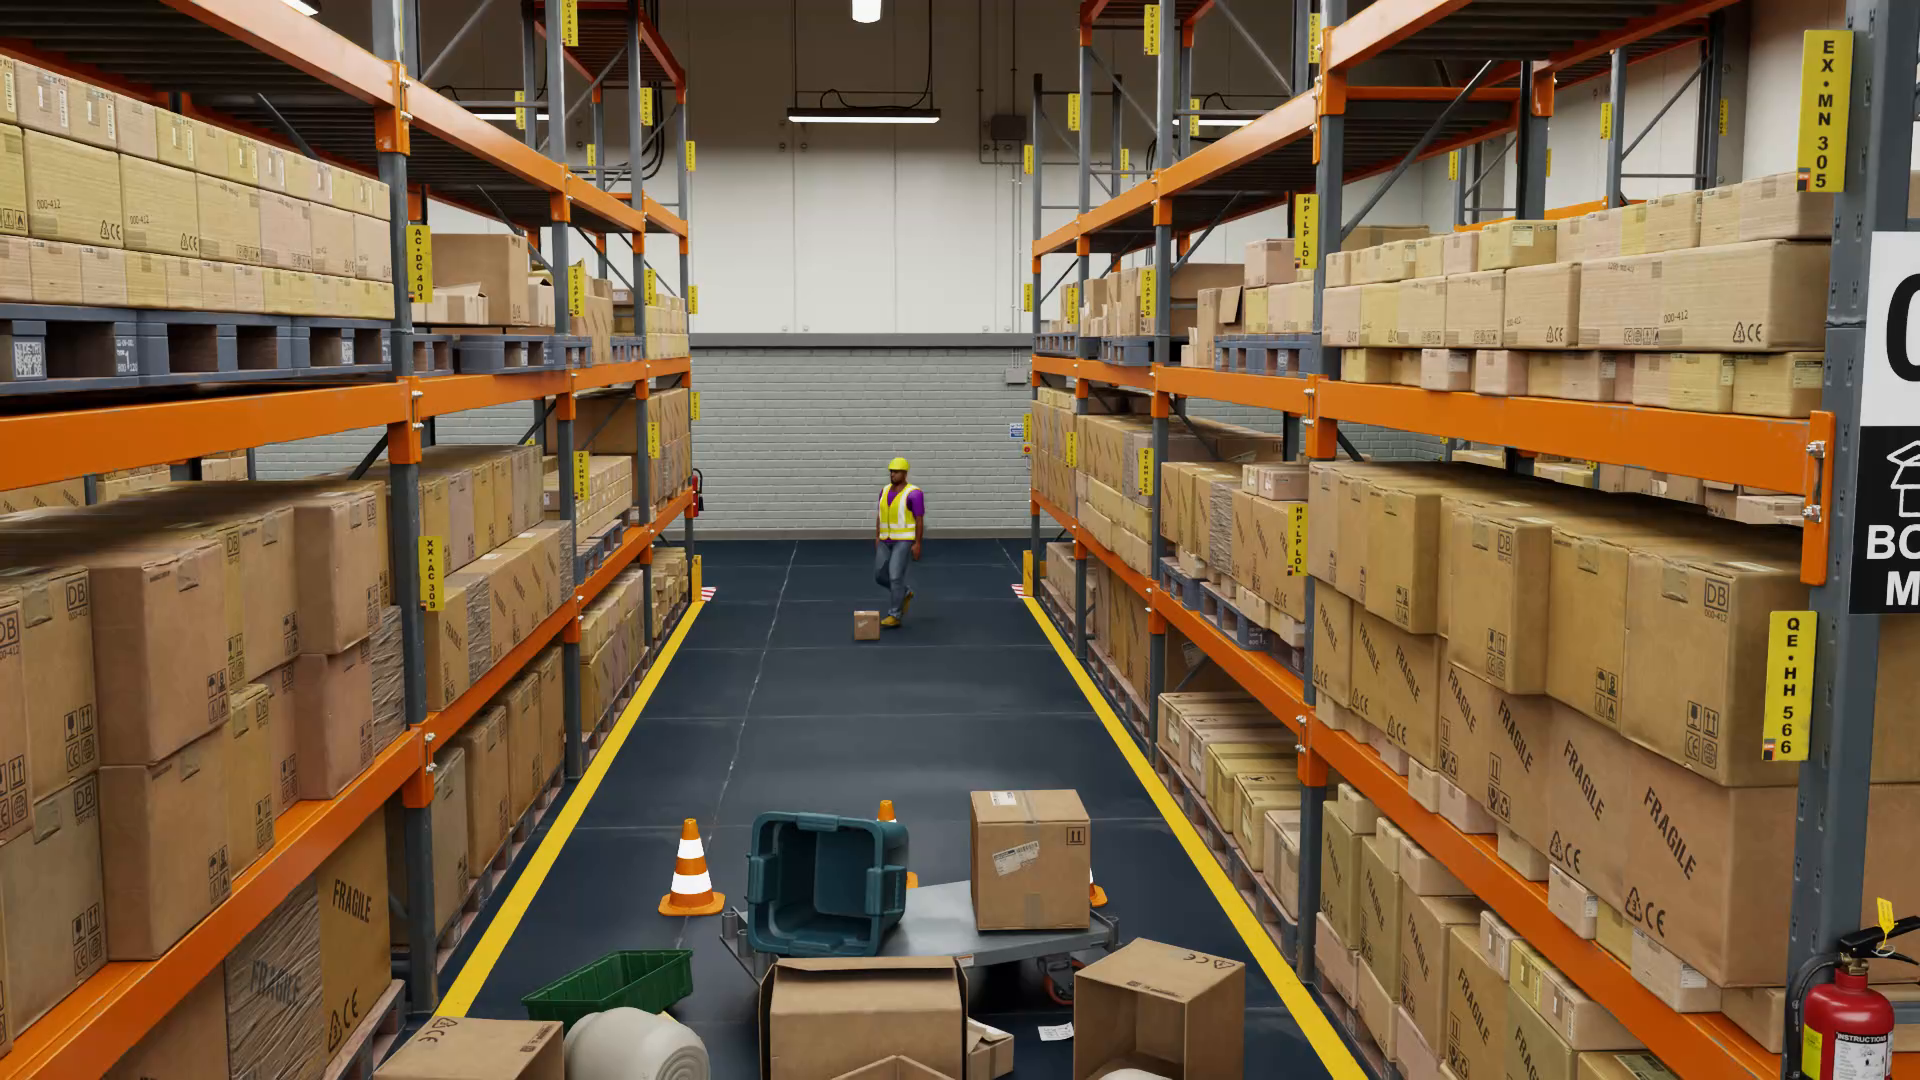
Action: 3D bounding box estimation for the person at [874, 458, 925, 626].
[{"bbox_3d":[-0.650,0.010,17.462,0.597,1.753,0.672,5,9,38],"label":"person"}]
